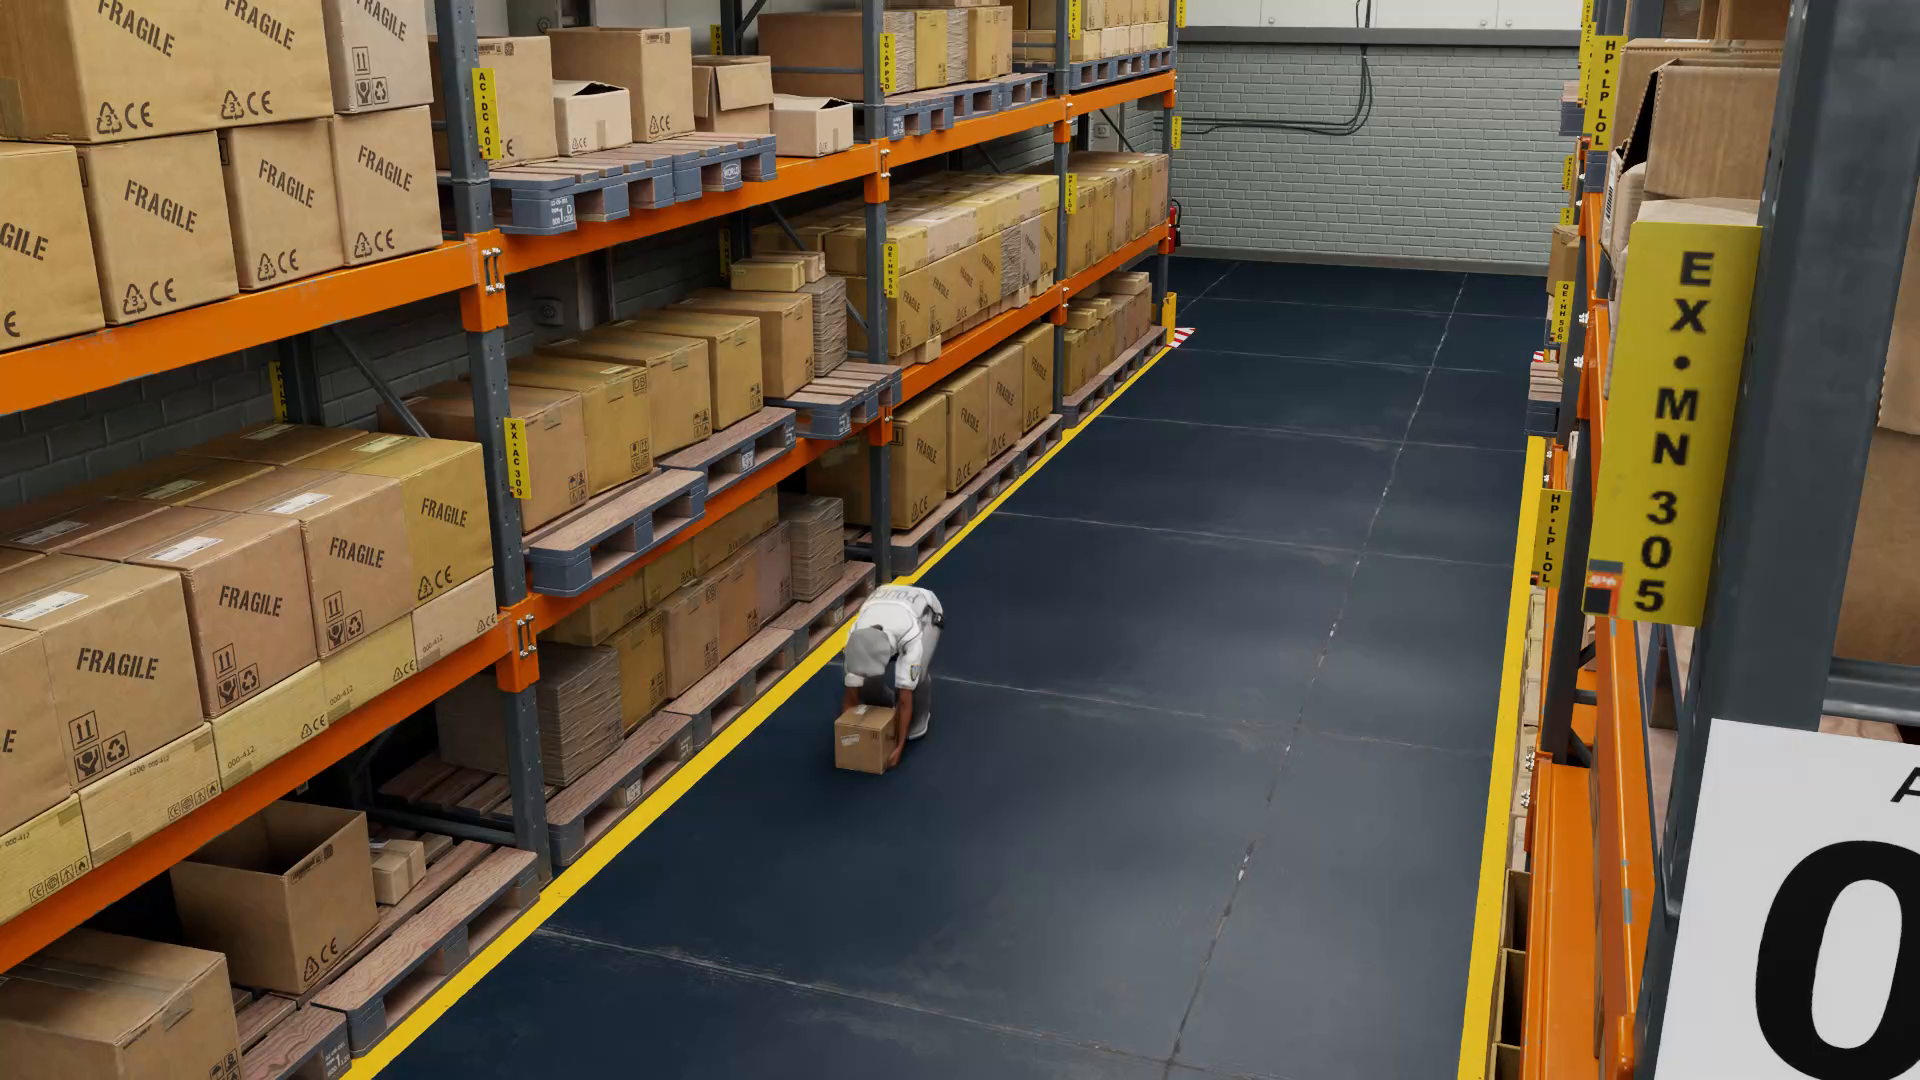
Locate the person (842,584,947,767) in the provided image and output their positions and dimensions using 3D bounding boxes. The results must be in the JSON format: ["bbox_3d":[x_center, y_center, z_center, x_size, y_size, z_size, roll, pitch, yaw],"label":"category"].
[{"bbox_3d":[-0.368,0.672,8.528,0.453,0.788,0.926,6,20,17],"label":"person"}]
